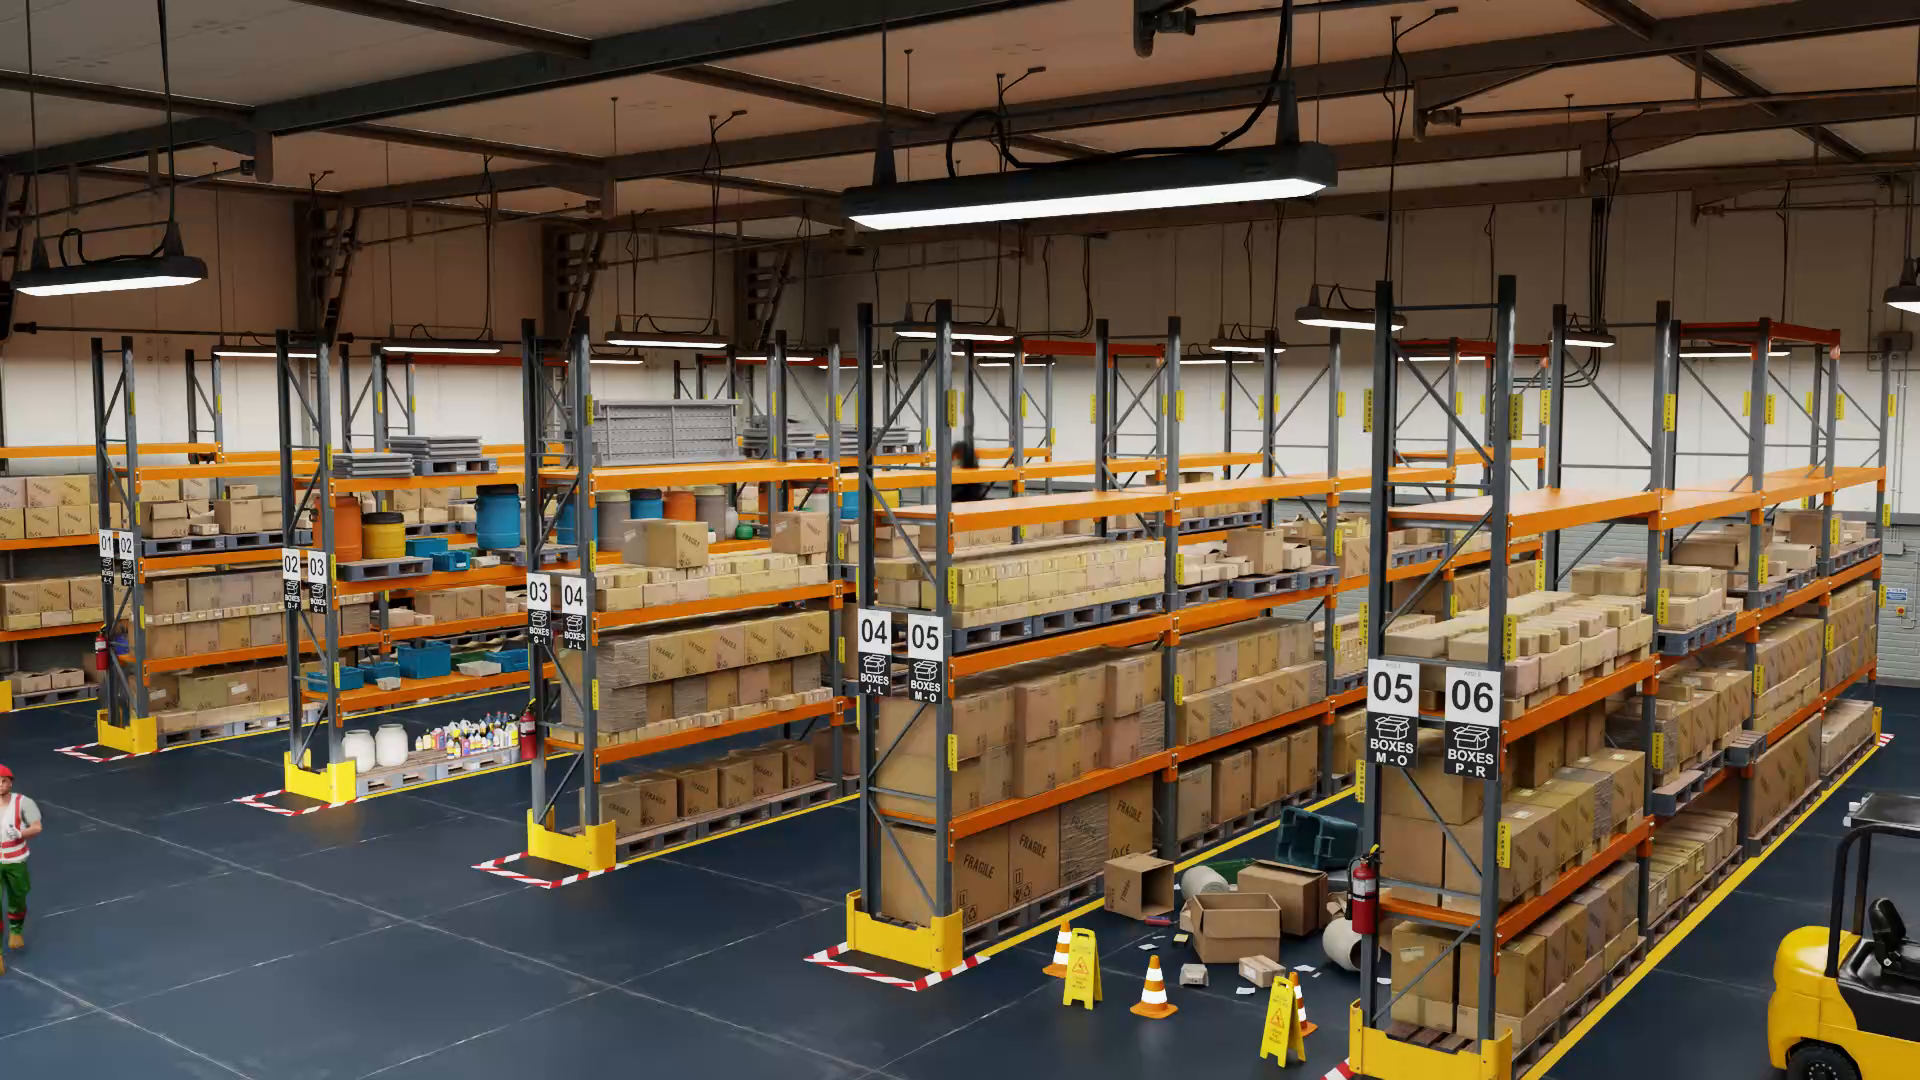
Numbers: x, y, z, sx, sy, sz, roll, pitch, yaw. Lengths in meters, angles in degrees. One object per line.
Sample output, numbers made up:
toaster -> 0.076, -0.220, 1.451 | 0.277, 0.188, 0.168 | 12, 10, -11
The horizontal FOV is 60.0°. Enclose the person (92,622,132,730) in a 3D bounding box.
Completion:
person -> -13.058, 2.114, 25.894 | 0.588, 1.687, 0.797 | 4, 6, 36

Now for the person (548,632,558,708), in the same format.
person -> -6.752, 2.018, 26.750 | 0.535, 1.606, 0.832 | 2, 6, 26

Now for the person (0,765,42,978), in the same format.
person -> -8.689, 2.947, 15.095 | 0.652, 1.838, 0.836 | -3, 6, -30
